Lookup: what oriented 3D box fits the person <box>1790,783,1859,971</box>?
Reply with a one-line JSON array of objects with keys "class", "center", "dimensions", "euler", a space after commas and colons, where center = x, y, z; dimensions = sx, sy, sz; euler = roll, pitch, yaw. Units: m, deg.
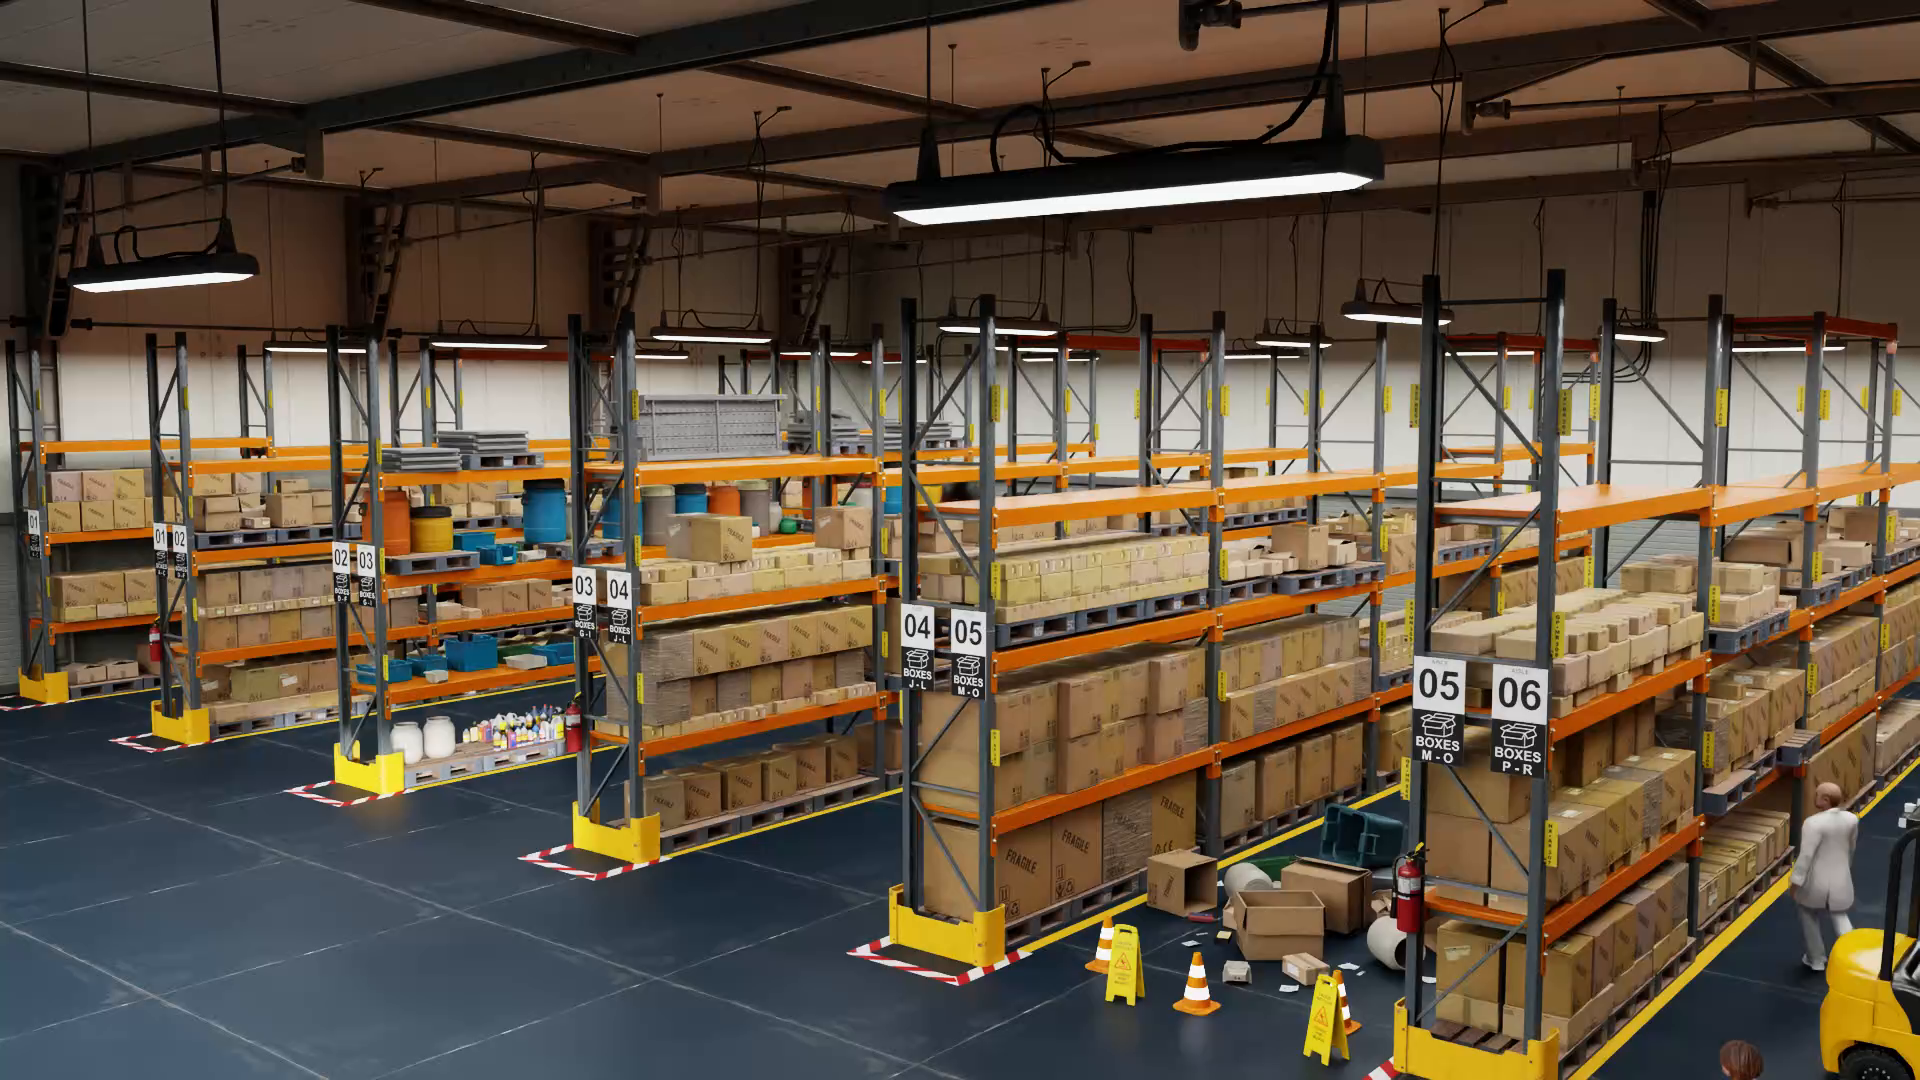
[{"class": "person", "center": [7.621, 2.991, 14.690], "dimensions": [0.610, 1.734, 0.791], "euler": [1, 5, 8]}]

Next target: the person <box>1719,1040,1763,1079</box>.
[{"class": "person", "center": [4.360, 3.548, 9.242], "dimensions": [0.896, 1.563, 0.395], "euler": [2, 6, 21]}]
